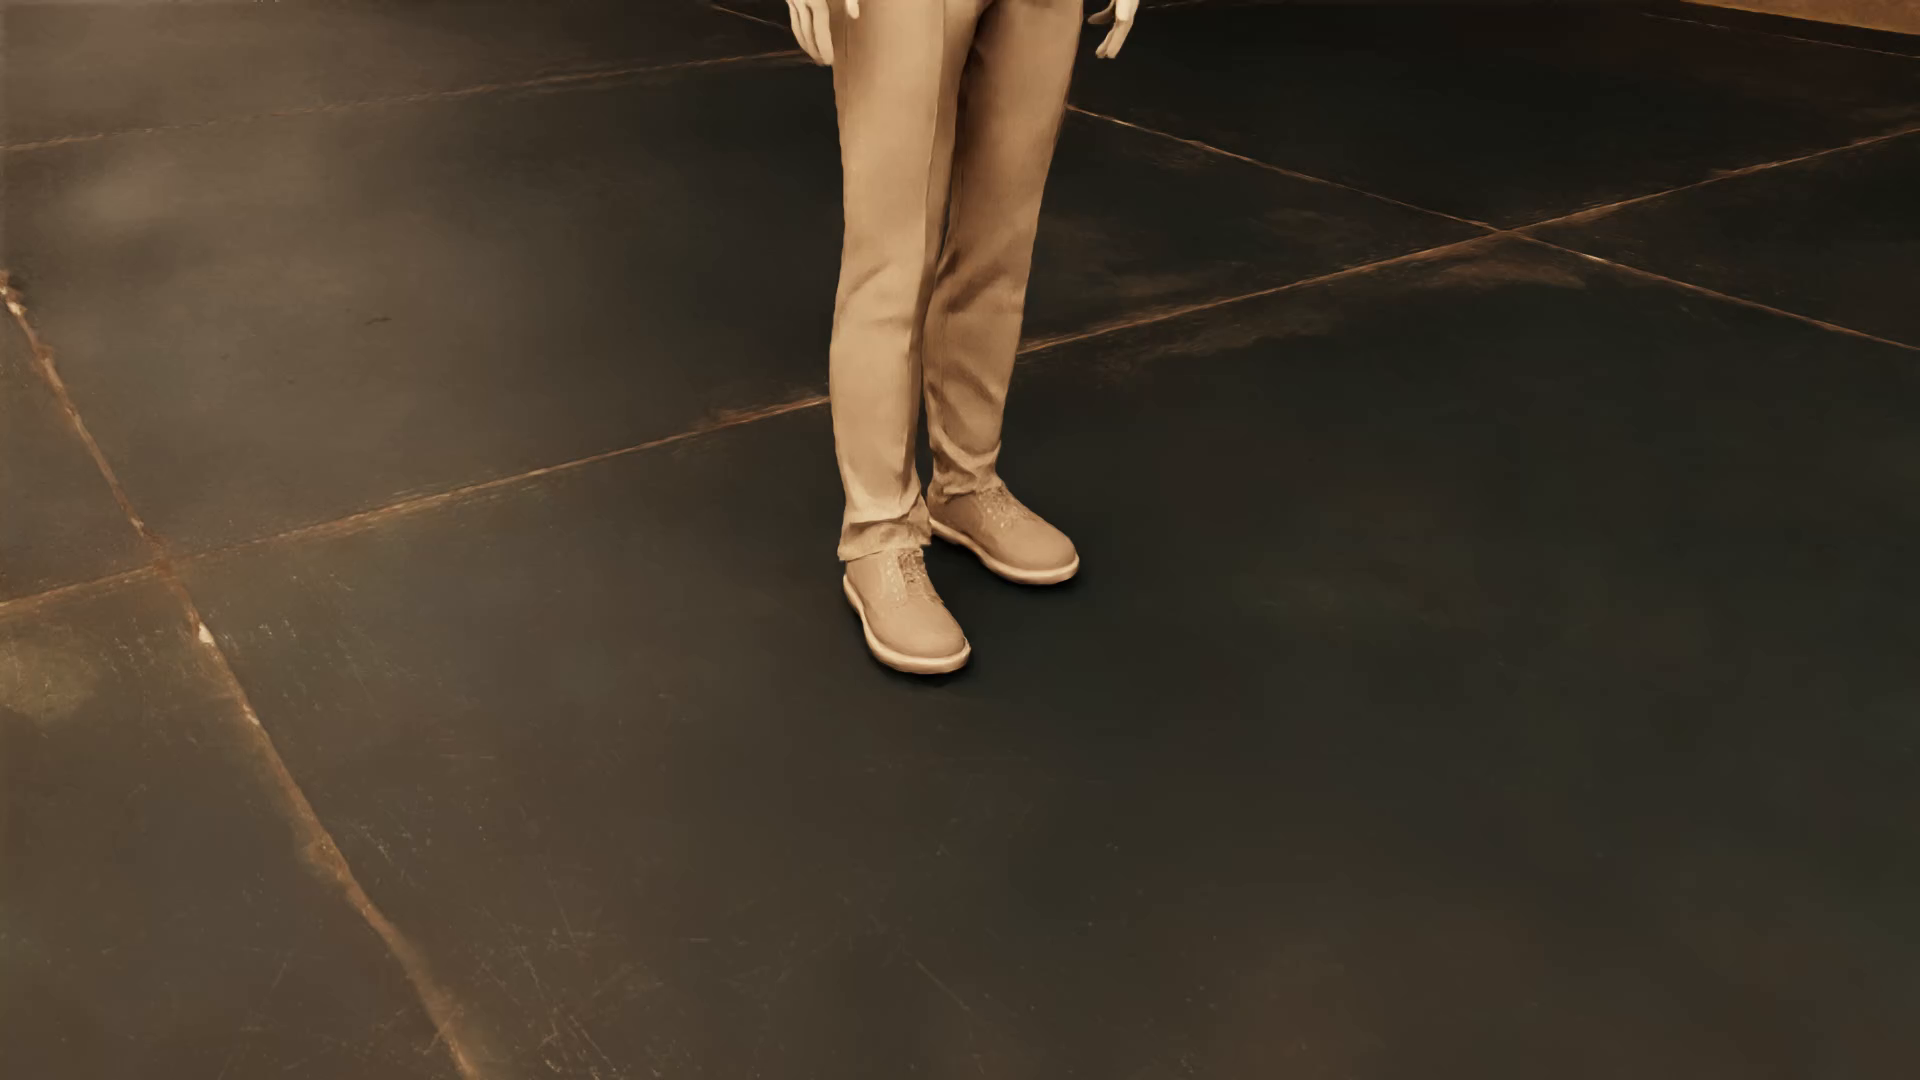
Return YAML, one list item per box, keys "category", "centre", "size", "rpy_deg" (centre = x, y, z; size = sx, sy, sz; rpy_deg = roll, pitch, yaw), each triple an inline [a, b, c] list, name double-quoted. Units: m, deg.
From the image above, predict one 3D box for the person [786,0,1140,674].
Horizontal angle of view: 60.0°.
- category: "person"
  centre: [0.033, -0.737, 2.063]
  size: [0.586, 1.695, 0.532]
  rpy_deg: [-17, 31, -31]
